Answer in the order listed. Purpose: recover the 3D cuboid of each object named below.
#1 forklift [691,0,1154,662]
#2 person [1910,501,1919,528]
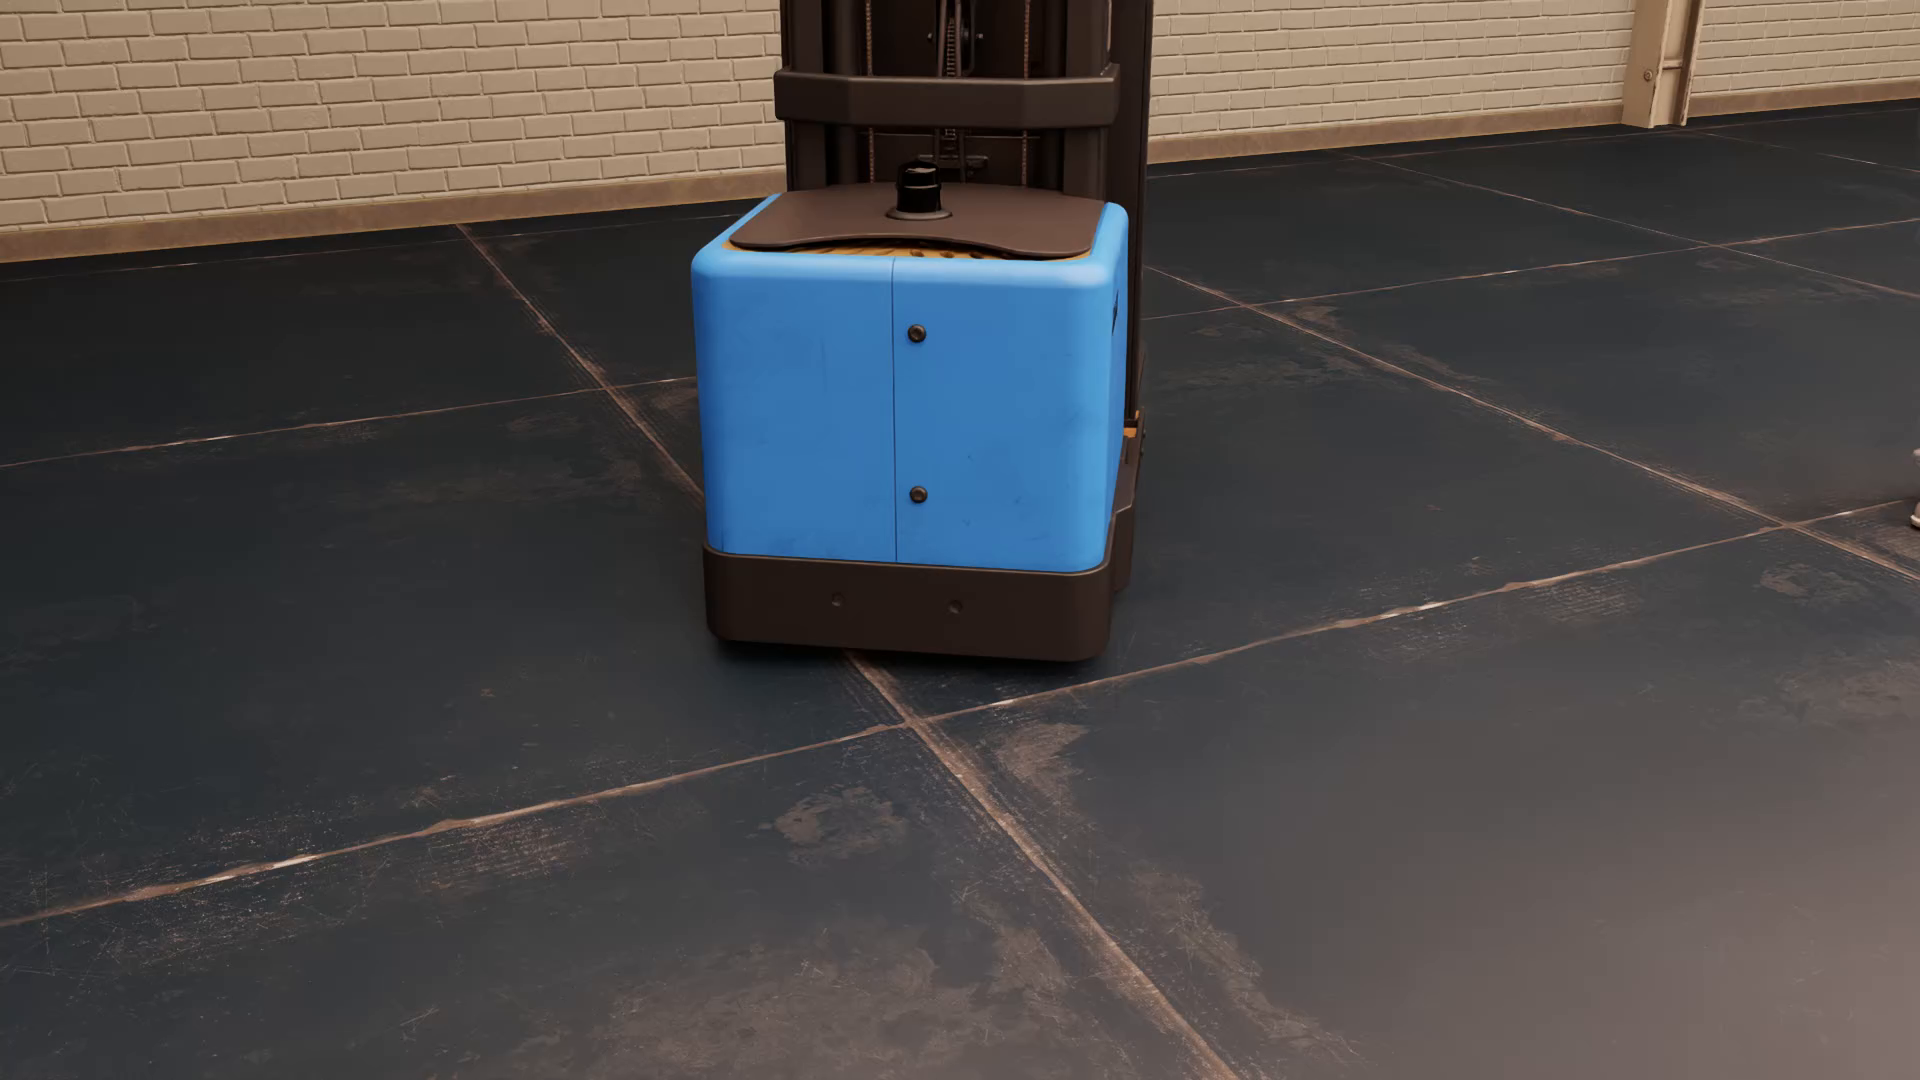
[{"bbox_3d":[0.053,-1.578,5.085,1.130,2.935,3.031,3,23,7],"label":"forklift"},{"bbox_3d":[3.199,-0.811,4.961,0.462,1.693,0.595,-1,23,-2],"label":"person"}]
